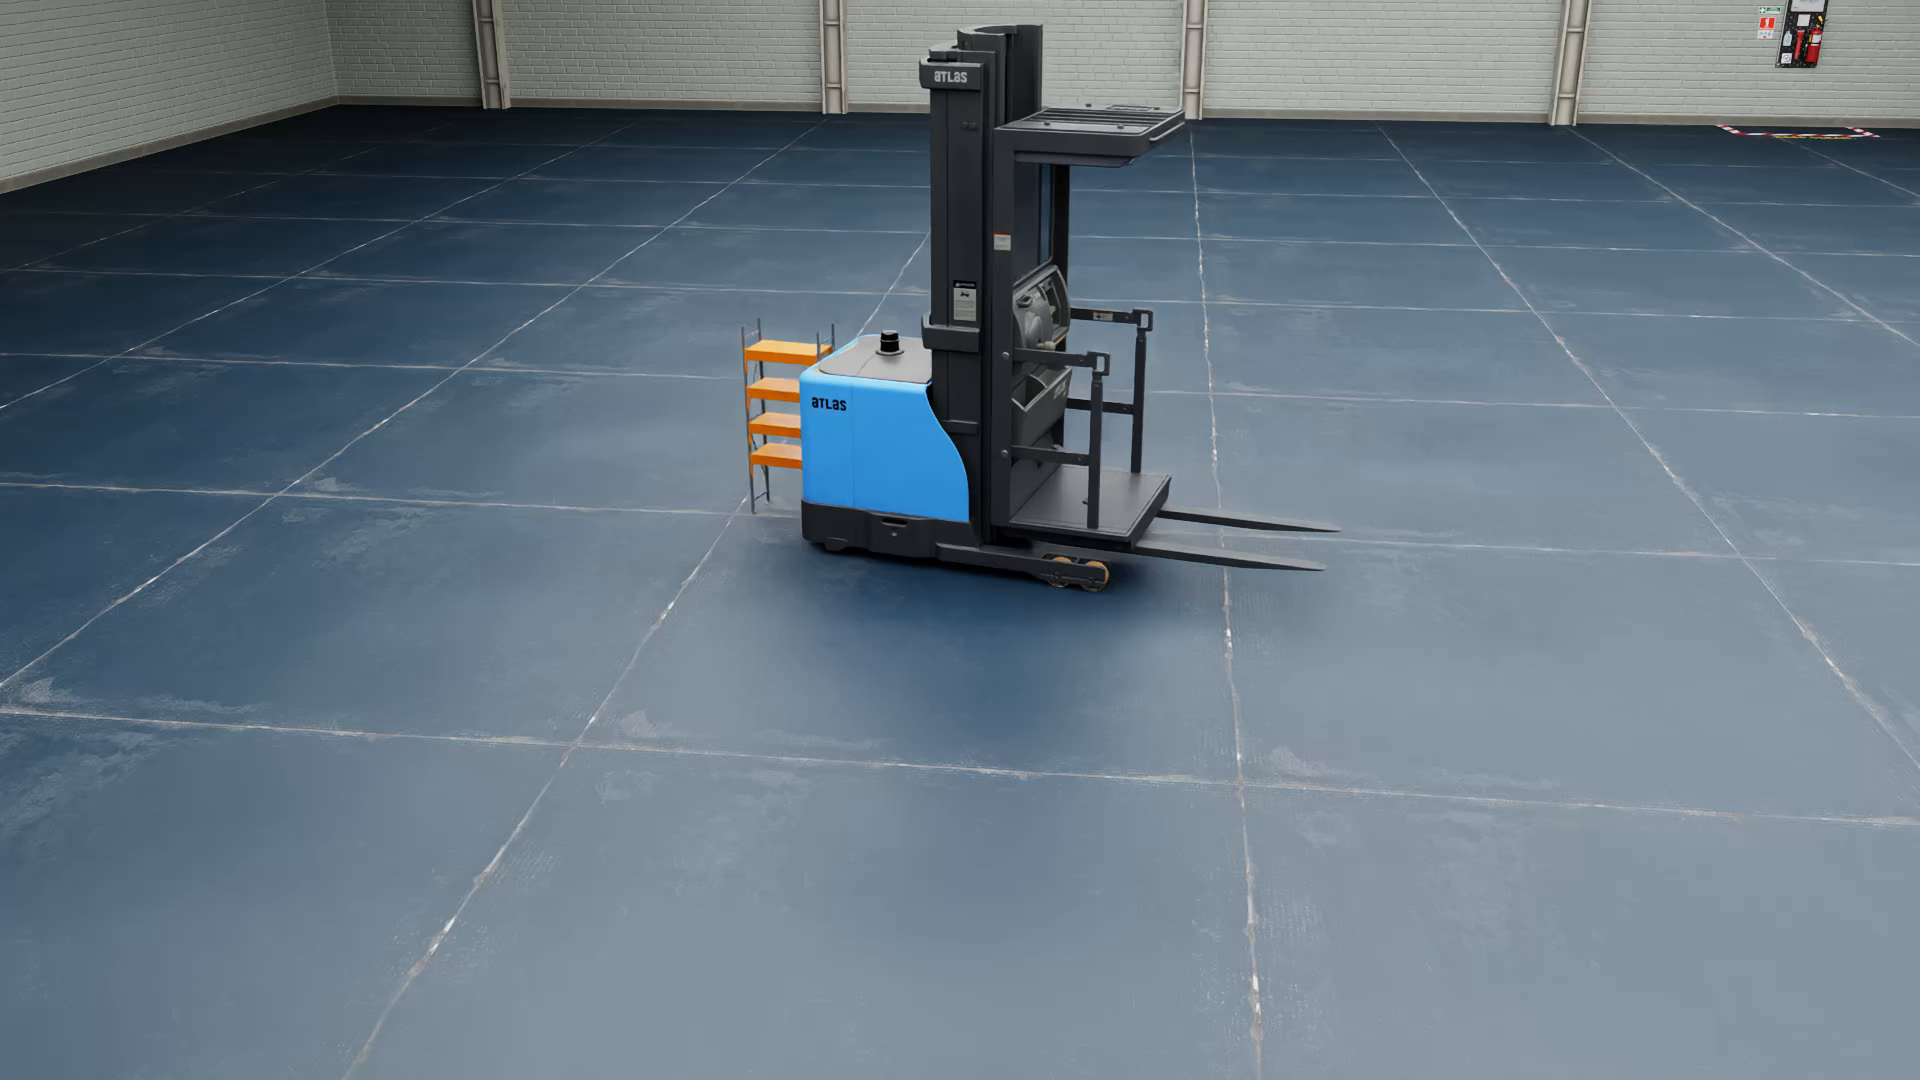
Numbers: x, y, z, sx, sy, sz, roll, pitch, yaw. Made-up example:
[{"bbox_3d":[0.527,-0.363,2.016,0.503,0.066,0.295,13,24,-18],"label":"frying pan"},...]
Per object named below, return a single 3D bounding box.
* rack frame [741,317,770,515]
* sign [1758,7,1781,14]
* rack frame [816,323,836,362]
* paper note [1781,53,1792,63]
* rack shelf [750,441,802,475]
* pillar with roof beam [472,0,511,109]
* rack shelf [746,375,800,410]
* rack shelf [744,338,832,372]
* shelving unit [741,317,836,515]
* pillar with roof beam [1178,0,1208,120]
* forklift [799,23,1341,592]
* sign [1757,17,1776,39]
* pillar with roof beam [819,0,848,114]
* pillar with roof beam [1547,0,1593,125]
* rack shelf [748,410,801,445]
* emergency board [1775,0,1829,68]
[{"bbox_3d":[-1.254,-0.758,10.225,0.015,1.200,0.240,7,23,18],"label":"rack frame"},{"bbox_3d":[12.768,-8.351,26.215,0.331,0.109,0.001,2,22,6],"label":"sign"},{"bbox_3d":[-0.794,-0.702,10.074,0.015,1.200,0.240,7,23,18],"label":"rack frame"},{"bbox_3d":[13.134,-7.653,26.417,0.142,0.148,0.016,2,22,6],"label":"paper note"},{"bbox_3d":[-1.022,-0.482,10.247,0.480,0.148,0.258,7,23,18],"label":"rack shelf"},{"bbox_3d":[-8.589,-10.166,23.414,0.400,9.000,9.100,2,22,6],"label":"pillar with roof beam"},{"bbox_3d":[-1.025,-0.875,10.092,0.480,0.148,0.258,7,23,18],"label":"rack shelf"},{"bbox_3d":[-1.026,-1.096,10.006,0.480,0.148,0.258,7,23,18],"label":"rack shelf"},{"bbox_3d":[-1.024,-0.730,10.150,0.503,1.200,0.258,7,23,18],"label":"shelving unit"},{"bbox_3d":[3.328,-9.647,22.101,0.400,9.000,9.100,2,22,6],"label":"pillar with roof beam"},{"bbox_3d":[0.643,-1.296,9.232,3.031,2.935,1.130,7,23,18],"label":"forklift"},{"bbox_3d":[12.764,-8.108,26.321,0.234,0.329,0.001,2,22,6],"label":"sign"},{"bbox_3d":[-2.631,-9.906,22.757,0.400,9.000,9.100,2,22,6],"label":"pillar with roof beam"},{"bbox_3d":[9.286,-9.387,21.444,0.400,9.000,9.100,2,22,6],"label":"pillar with roof beam"},{"bbox_3d":[-1.023,-0.667,10.174,0.480,0.148,0.258,7,23,18],"label":"rack shelf"},{"bbox_3d":[13.301,-8.030,26.172,0.643,1.169,0.194,2,22,6],"label":"emergency board"}]
